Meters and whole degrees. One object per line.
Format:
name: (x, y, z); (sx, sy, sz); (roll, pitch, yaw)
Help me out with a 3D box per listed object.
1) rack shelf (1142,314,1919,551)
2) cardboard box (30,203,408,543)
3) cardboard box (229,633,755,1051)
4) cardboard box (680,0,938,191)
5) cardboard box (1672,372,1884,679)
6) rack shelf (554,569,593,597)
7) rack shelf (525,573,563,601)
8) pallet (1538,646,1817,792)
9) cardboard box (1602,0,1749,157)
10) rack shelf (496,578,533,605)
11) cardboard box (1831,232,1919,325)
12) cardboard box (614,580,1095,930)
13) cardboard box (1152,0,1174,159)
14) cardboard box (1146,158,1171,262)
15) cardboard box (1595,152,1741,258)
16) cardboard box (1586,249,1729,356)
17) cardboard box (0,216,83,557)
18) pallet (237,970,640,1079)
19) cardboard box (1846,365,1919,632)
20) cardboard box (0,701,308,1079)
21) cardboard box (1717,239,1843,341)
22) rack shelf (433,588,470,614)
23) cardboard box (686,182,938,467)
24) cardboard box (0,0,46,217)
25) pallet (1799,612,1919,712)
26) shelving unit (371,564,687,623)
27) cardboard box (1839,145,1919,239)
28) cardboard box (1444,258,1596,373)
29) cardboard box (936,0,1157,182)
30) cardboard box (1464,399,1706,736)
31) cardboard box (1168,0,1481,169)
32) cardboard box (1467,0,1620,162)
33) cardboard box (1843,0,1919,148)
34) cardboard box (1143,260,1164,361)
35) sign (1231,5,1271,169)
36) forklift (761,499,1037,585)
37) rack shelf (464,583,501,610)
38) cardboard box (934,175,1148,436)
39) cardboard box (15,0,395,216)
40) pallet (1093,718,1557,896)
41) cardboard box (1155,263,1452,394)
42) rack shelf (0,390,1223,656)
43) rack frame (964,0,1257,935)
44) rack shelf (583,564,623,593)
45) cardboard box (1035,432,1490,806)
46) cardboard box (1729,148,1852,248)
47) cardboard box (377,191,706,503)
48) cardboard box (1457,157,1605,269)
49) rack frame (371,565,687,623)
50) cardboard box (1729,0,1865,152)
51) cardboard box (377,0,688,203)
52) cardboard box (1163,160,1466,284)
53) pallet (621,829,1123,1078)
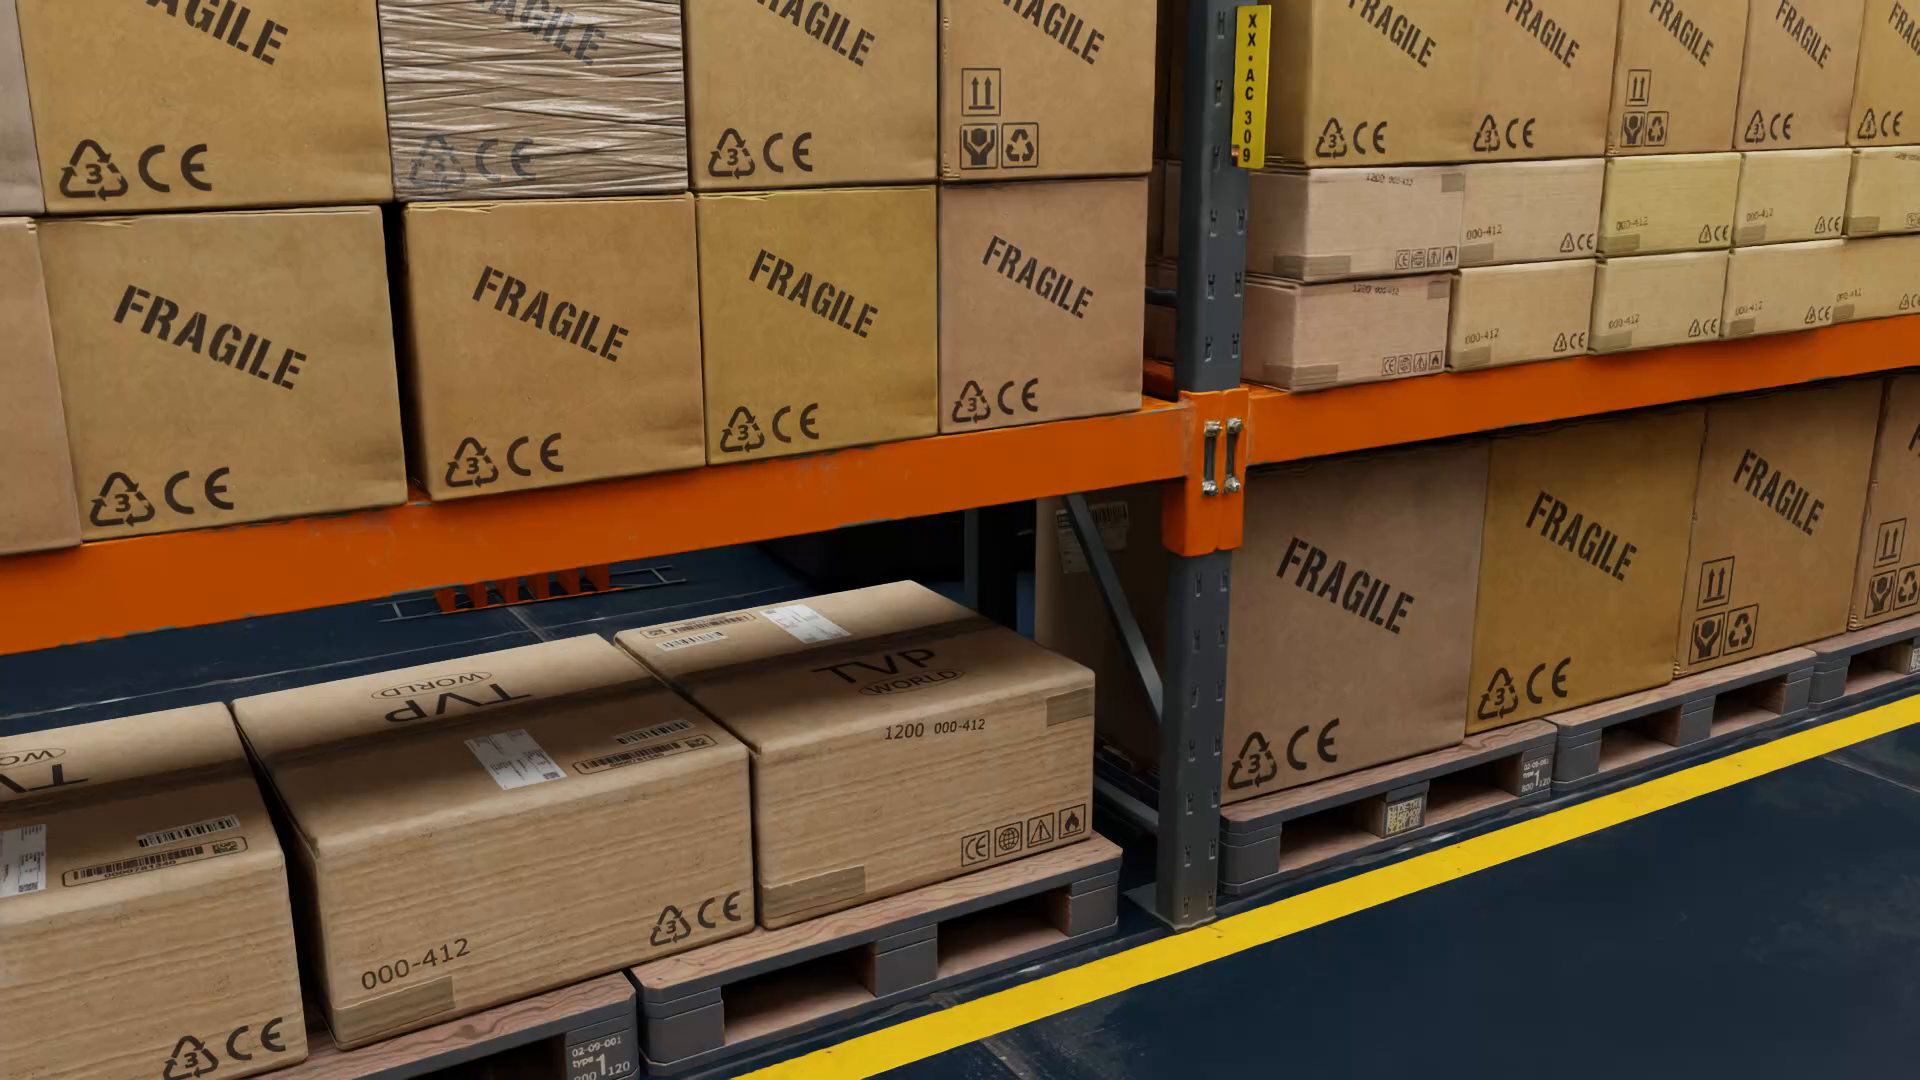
rack shelf: (2.032, -0.547, 5.137); (4.000, 0.370, 1.077); (-9, 18, -30)
cardboard box: (-1.266, -0.325, 2.825); (0.500, 0.500, 0.500); (-9, 18, -28)
cardboard box: (-1.043, 0.603, 3.670); (0.875, 0.438, 0.875); (-10, 18, -31)
cardboard box: (-0.383, -0.947, 3.192); (0.500, 0.500, 0.500); (-10, 18, -31)
cardboard box: (2.345, -0.151, 5.549); (0.875, 0.875, 0.875); (-9, 18, -29)
rack shelf: (-1.558, 0.103, 6.676); (0.103, 0.180, 0.258); (-8, 17, -24)
rack shelf: (-1.666, 0.118, 6.627); (0.103, 0.180, 0.258); (-8, 17, -24)
pallet: (1.987, 0.432, 5.478); (1.213, 0.211, 1.003); (-9, 18, -30)
cardboard box: (1.696, -1.286, 4.402); (0.500, 0.500, 0.500); (-10, 18, -31)
rack shelf: (-1.775, 0.132, 6.577); (0.103, 0.180, 0.258); (-8, 17, -24)
cardboard box: (2.577, -0.828, 5.084); (0.500, 0.250, 0.500); (-9, 18, -30)
cardboard box: (-0.276, 0.479, 4.114); (0.875, 0.438, 0.875); (-10, 18, -31)
cardboard box: (0.572, -1.265, 4.328); (0.500, 0.500, 0.500); (-9, 18, -28)
cardboard box: (0.571, -0.901, 4.420); (0.500, 0.250, 0.500); (-9, 18, -30)
cardboard box: (1.719, -0.923, 4.496); (0.500, 0.250, 0.500); (-9, 18, -29)
cardboard box: (1.721, -0.683, 4.567); (0.500, 0.250, 0.500); (-9, 18, -30)
cardboard box: (-1.687, -0.251, 2.563); (0.500, 0.500, 0.500); (-9, 18, -30)
pallet: (-1.421, 0.986, 3.503); (1.213, 0.211, 1.003); (-9, 18, -30)
cardboard box: (3.112, -0.274, 5.987); (0.875, 0.875, 0.875); (-9, 18, -30)
cardboard box: (-1.816, 0.728, 3.224); (0.875, 0.438, 0.875); (-9, 18, -28)
cardboard box: (2.155, -0.750, 4.807); (0.500, 0.250, 0.500); (-10, 18, -31)
rack shelf: (-1.991, 0.161, 6.478); (0.103, 0.180, 0.258); (-8, 17, -24)
cardboard box: (-0.386, -0.467, 3.334); (0.500, 0.500, 0.500); (-10, 18, -31)
cardboard box: (-1.676, -0.737, 2.442); (0.500, 0.500, 0.500); (-9, 18, -30)
pallet: (3.032, 0.263, 6.079); (1.213, 0.211, 1.003); (-9, 18, -30)
shelving unit: (-1.706, 0.123, 6.608); (1.200, 0.189, 0.258); (-8, 17, -24)
cardboard box: (2.596, -1.066, 5.006); (0.500, 0.250, 0.500); (-10, 18, -31)
cardboard box: (1.274, -0.616, 4.326); (0.500, 0.250, 0.500); (-10, 18, -31)
cardboard box: (0.056, -1.015, 3.437); (0.500, 0.500, 0.500); (-9, 18, -30)
cardboard box: (1.578, -0.027, 5.106); (0.875, 0.875, 0.875); (-9, 18, -28)
cardboard box: (0.843, -1.140, 3.880); (0.500, 0.500, 0.500); (-9, 18, -29)
cardboard box: (1.265, -1.217, 4.155); (0.500, 0.500, 0.500); (-9, 18, -30)
cardboard box: (2.574, -1.428, 4.908); (0.500, 0.500, 0.500); (-9, 18, -30)
cardboard box: (0.573, -0.664, 4.498); (0.500, 0.250, 0.500); (-10, 18, -31)
sign: (0.605, -0.942, 3.463); (0.005, 0.325, 0.100); (-9, 18, -30)
forklift: (0.562, -1.484, 7.274); (3.031, 2.935, 1.130); (-7, 17, -25)
rack shelf: (-1.883, 0.147, 6.528); (0.103, 0.180, 0.258); (-8, 17, -24)
cardboard box: (0.052, -0.540, 3.593); (0.500, 0.500, 0.500); (-9, 18, -29)
cardboard box: (-1.249, -0.806, 2.690); (0.500, 0.500, 0.500); (-9, 18, -29)
pallet: (0.941, 0.603, 4.869); (1.213, 0.211, 1.003); (-9, 18, -30)
cardboard box: (0.831, -0.543, 4.068); (0.500, 0.250, 0.500); (-10, 18, -31)
rack shelf: (-1.396, 0.009, 3.153); (4.000, 0.370, 1.077); (-9, 18, -30)
rack frame: (0.318, -0.615, 4.048); (0.127, 3.000, 1.000); (-9, 18, -30)
rack shelf: (-1.450, 0.088, 6.725); (0.103, 0.180, 0.258); (-8, 17, -24)
cardboard box: (0.808, 0.101, 4.651); (0.875, 0.875, 0.875); (-9, 18, -28)
cardboard box: (2.151, -0.994, 4.748); (0.500, 0.250, 0.500); (-10, 18, -31)
cardboard box: (-0.810, -0.394, 3.072); (0.500, 0.500, 0.500); (-10, 18, -31)
cardboard box: (1.273, -0.859, 4.268); (0.500, 0.250, 0.500); (-9, 18, -29)
rack frame: (-1.706, 0.211, 6.633); (1.200, 0.006, 0.240); (-8, 17, -24)
cardboard box: (2.136, -1.359, 4.664); (0.500, 0.500, 0.500); (-10, 18, -31)
cardboard box: (-0.815, -0.874, 2.932); (0.500, 0.500, 0.500); (-9, 18, -29)
cardboard box: (0.840, -0.780, 3.986); (0.500, 0.250, 0.500); (-10, 18, -31)
pallet: (-0.374, 0.815, 4.112); (1.213, 0.211, 1.003); (-9, 18, -30)
